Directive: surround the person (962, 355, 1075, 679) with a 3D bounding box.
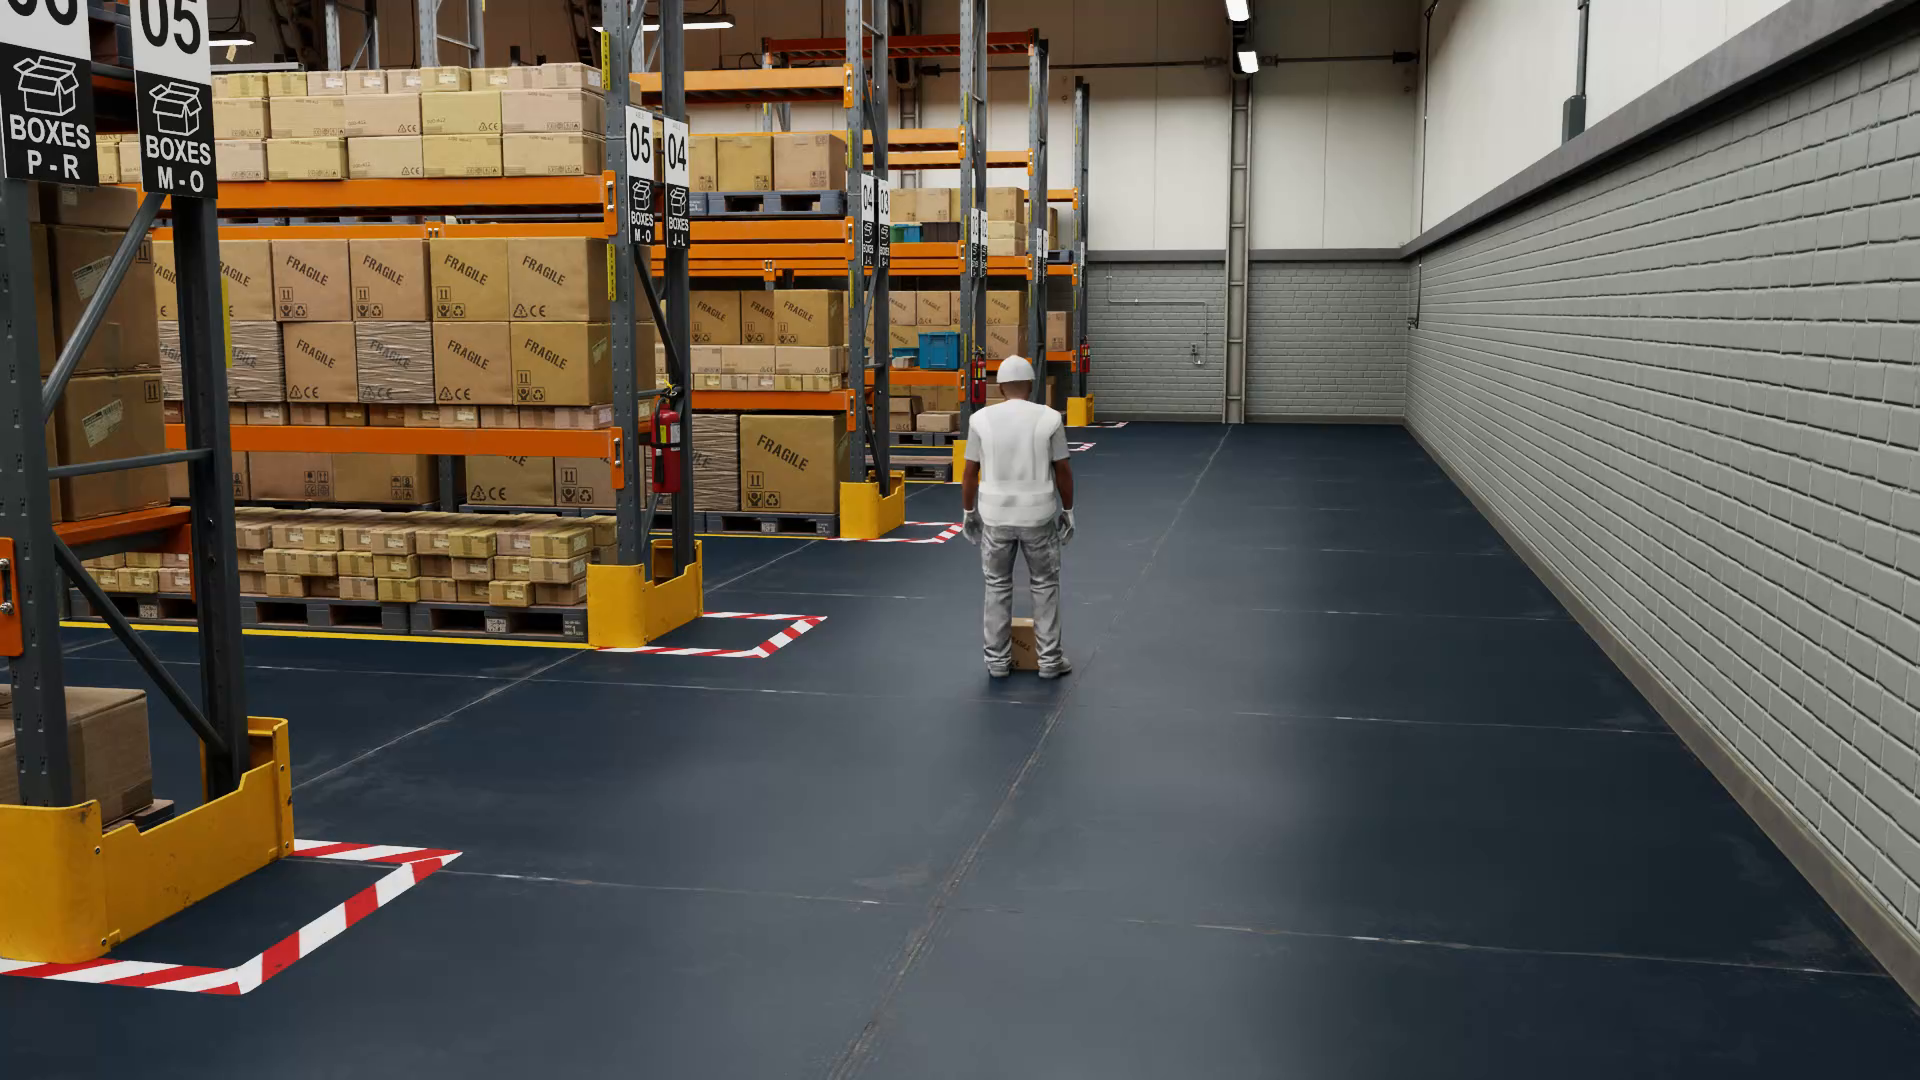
[{"bbox_3d":[0.323,-0.128,9.202,0.625,1.773,0.451,1,8,8],"label":"person"}]
